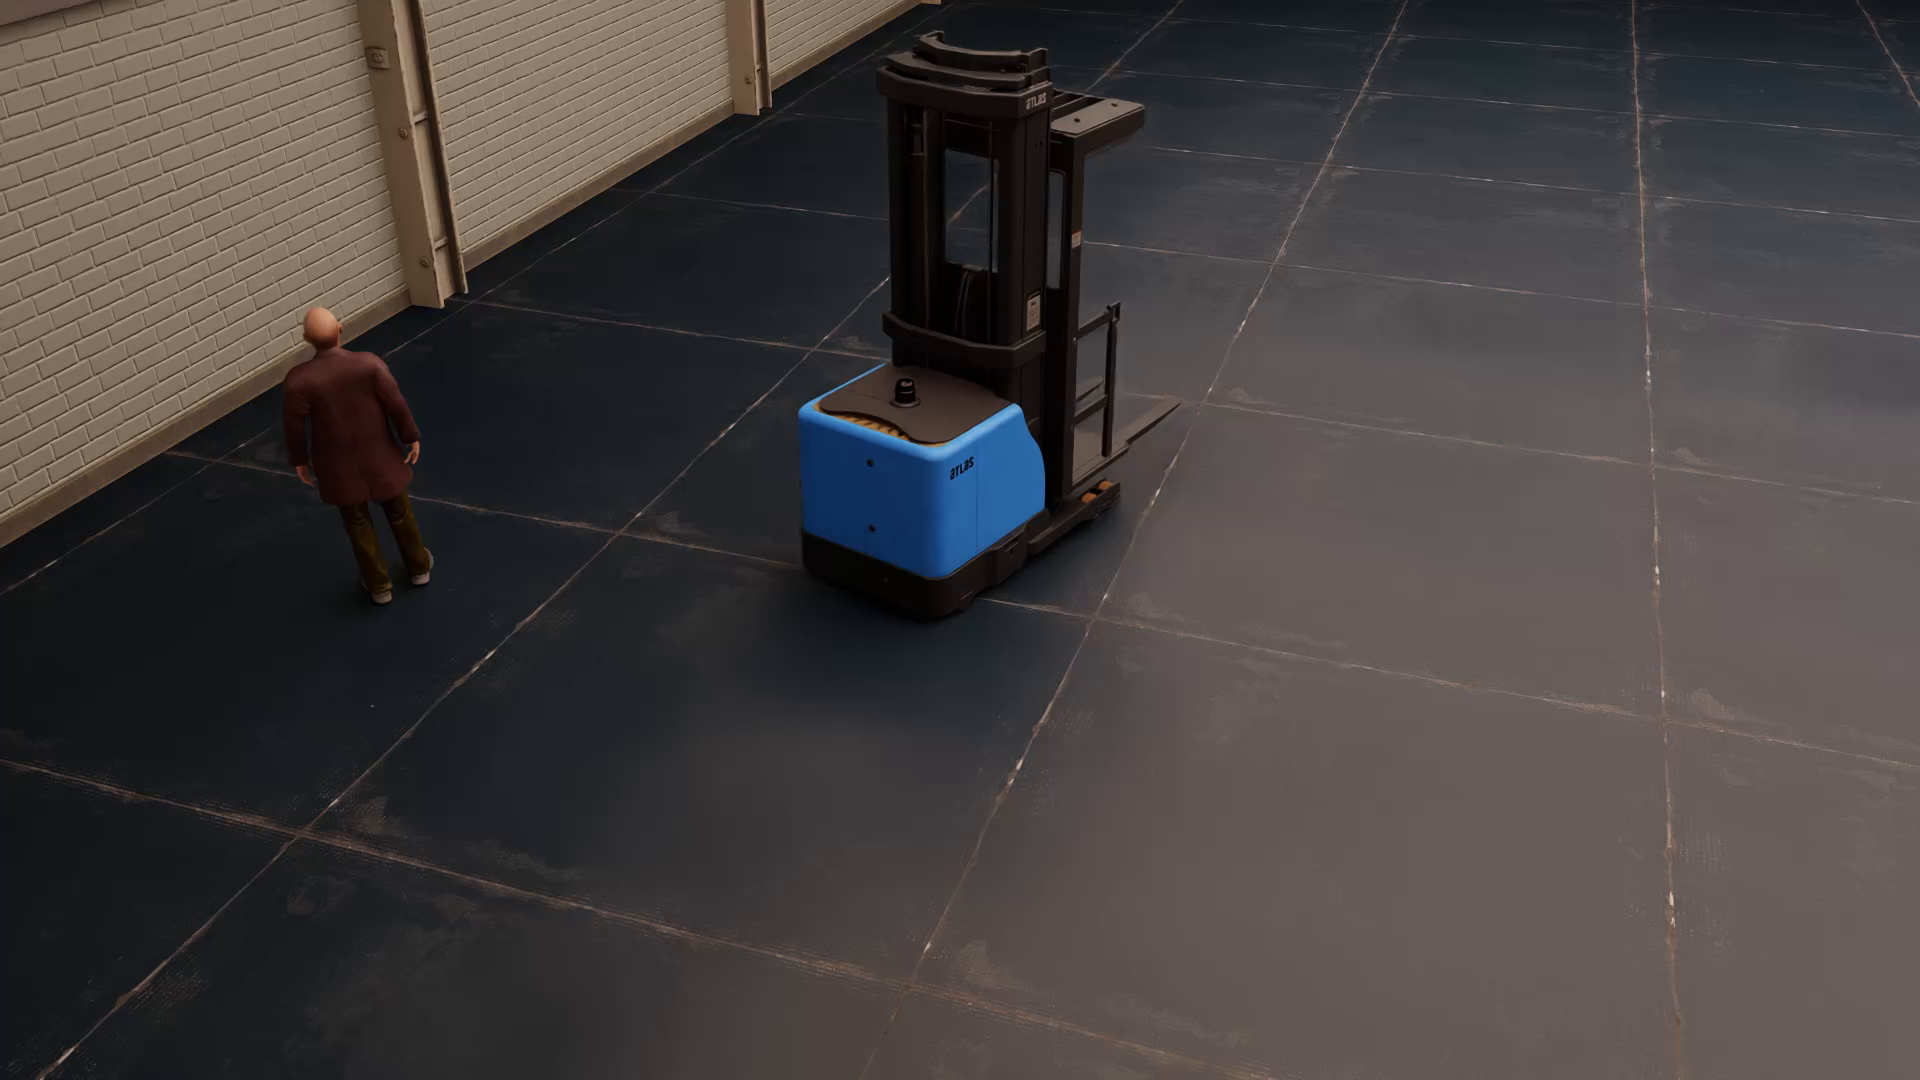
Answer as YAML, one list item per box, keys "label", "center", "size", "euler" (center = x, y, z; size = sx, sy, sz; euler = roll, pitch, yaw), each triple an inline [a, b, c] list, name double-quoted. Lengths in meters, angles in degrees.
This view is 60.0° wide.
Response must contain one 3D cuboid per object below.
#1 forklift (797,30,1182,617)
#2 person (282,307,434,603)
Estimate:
- label: "forklift"
  center: [0.351, -1.524, 9.811]
  size: [1.130, 2.935, 3.031]
  euler: [20, 35, 31]
- label: "person"
  center: [-3.312, -0.486, 9.109]
  size: [0.705, 1.746, 0.455]
  euler: [-11, 31, -18]
